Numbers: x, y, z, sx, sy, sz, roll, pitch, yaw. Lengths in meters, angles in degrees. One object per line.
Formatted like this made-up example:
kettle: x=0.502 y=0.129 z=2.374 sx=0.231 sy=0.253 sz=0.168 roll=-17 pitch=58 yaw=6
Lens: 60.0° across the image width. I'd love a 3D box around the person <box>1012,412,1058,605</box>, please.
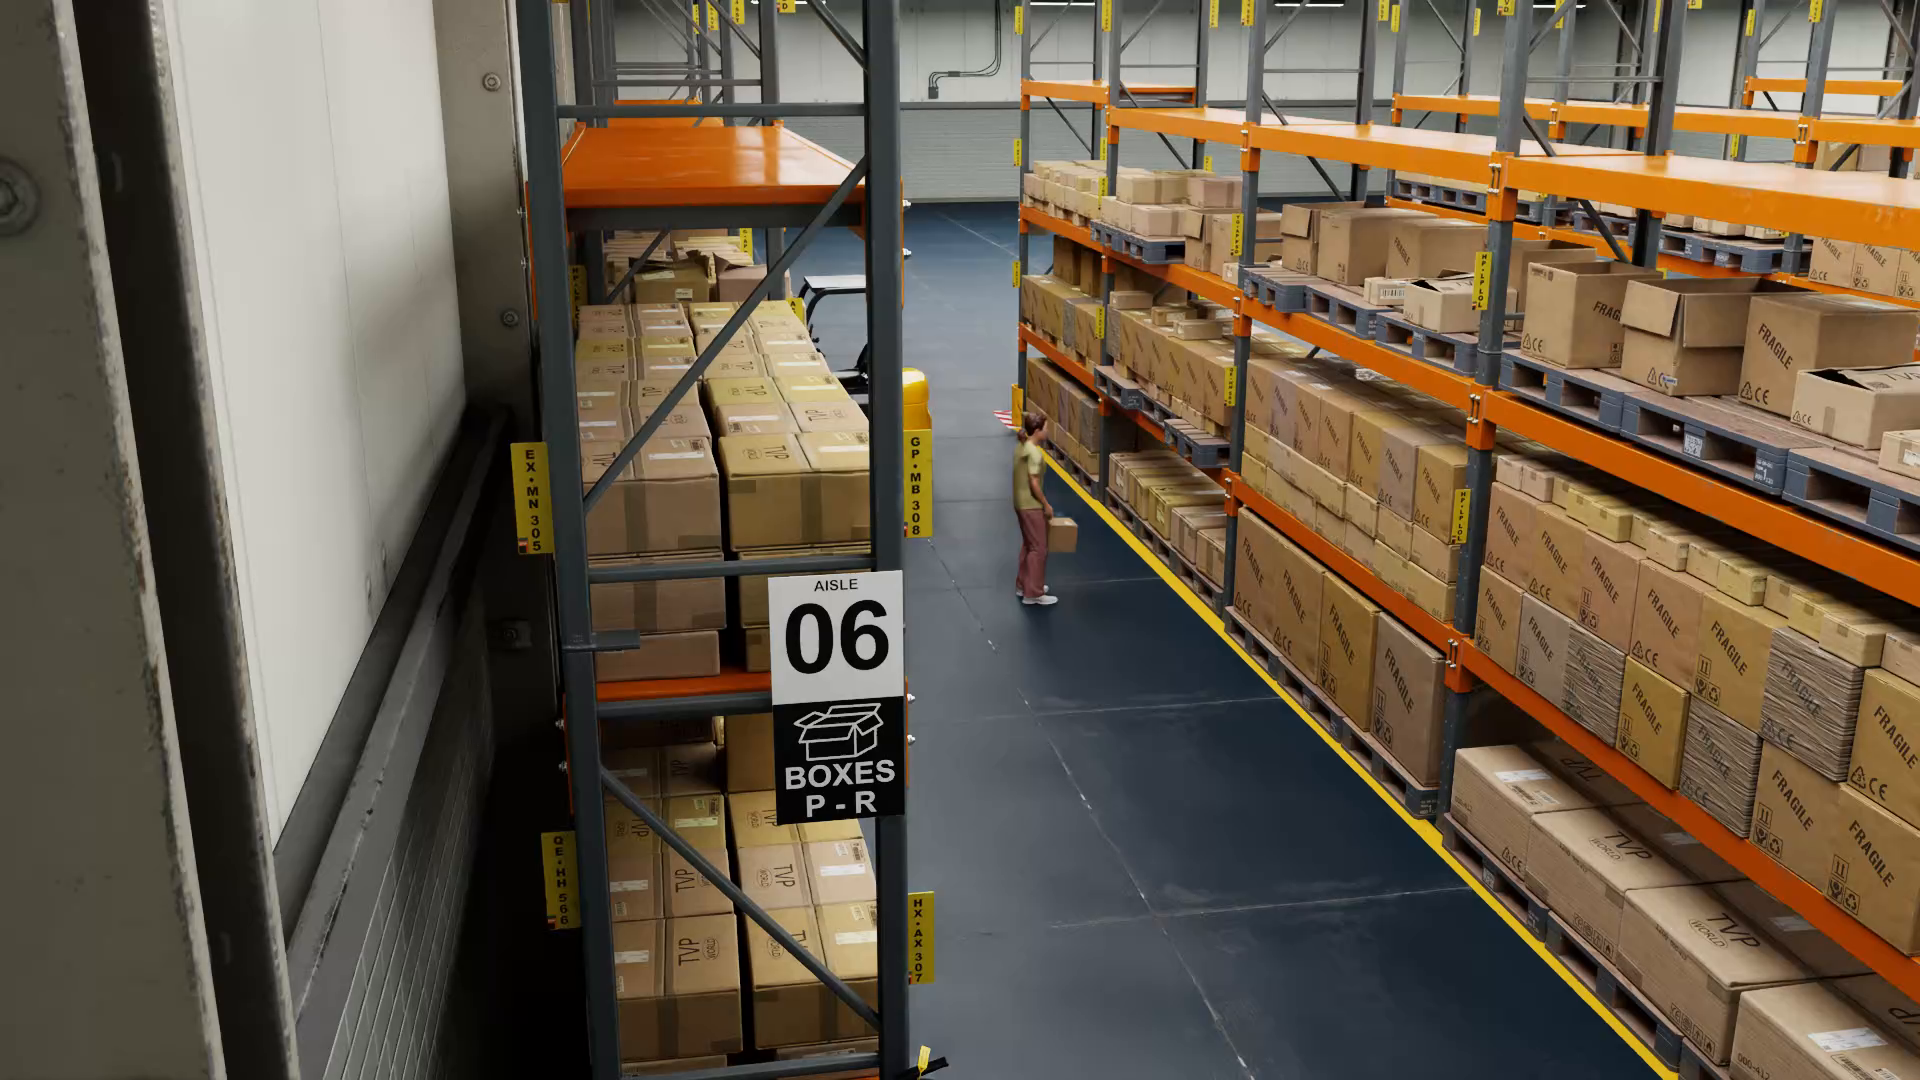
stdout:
person: x=0.644 y=-0.290 z=14.516 sx=0.363 sy=1.676 sz=0.480 roll=-4 pitch=17 yaw=-12
